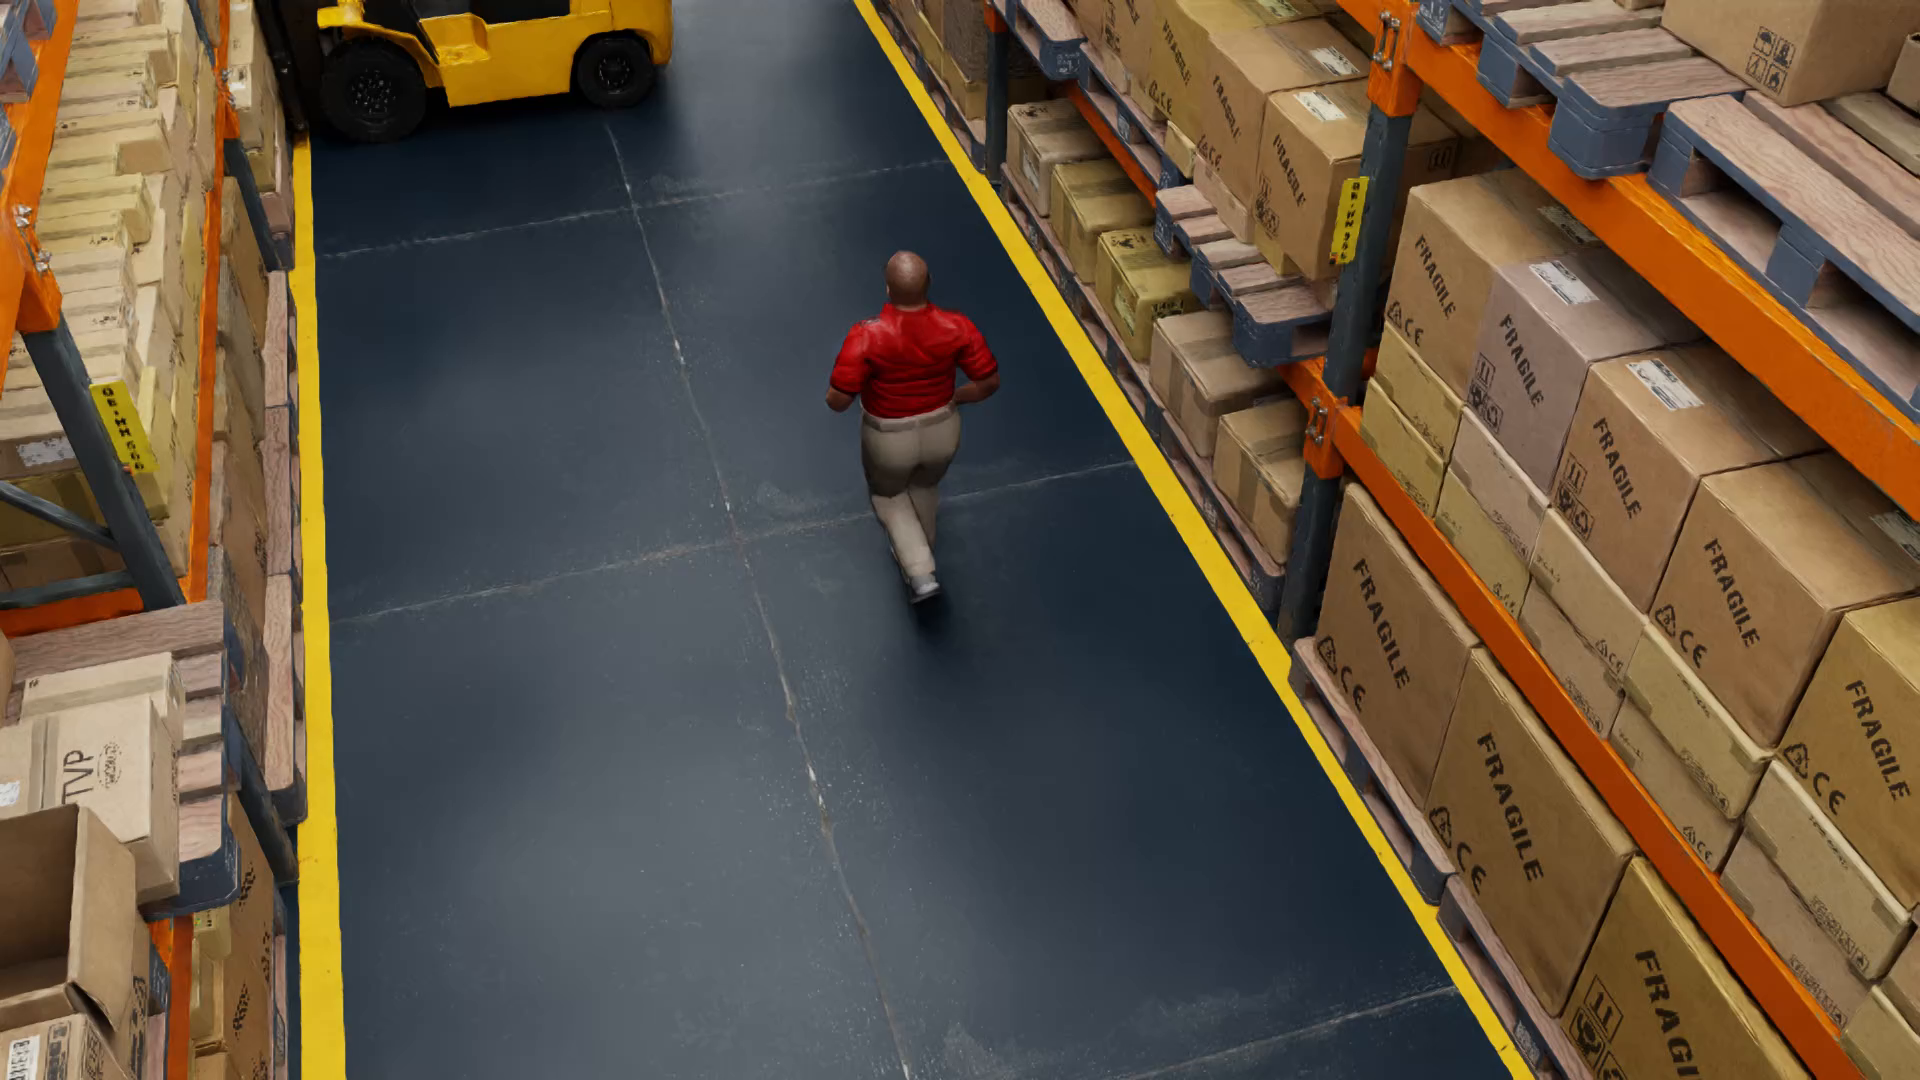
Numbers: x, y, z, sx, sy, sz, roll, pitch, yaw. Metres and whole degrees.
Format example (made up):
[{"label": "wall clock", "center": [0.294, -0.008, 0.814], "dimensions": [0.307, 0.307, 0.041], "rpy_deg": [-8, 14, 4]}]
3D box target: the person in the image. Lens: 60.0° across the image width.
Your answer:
[{"label": "person", "center": [-0.203, -0.415, 6.654], "dimensions": [0.678, 1.693, 0.660], "rpy_deg": [-10, 43, -11]}]
